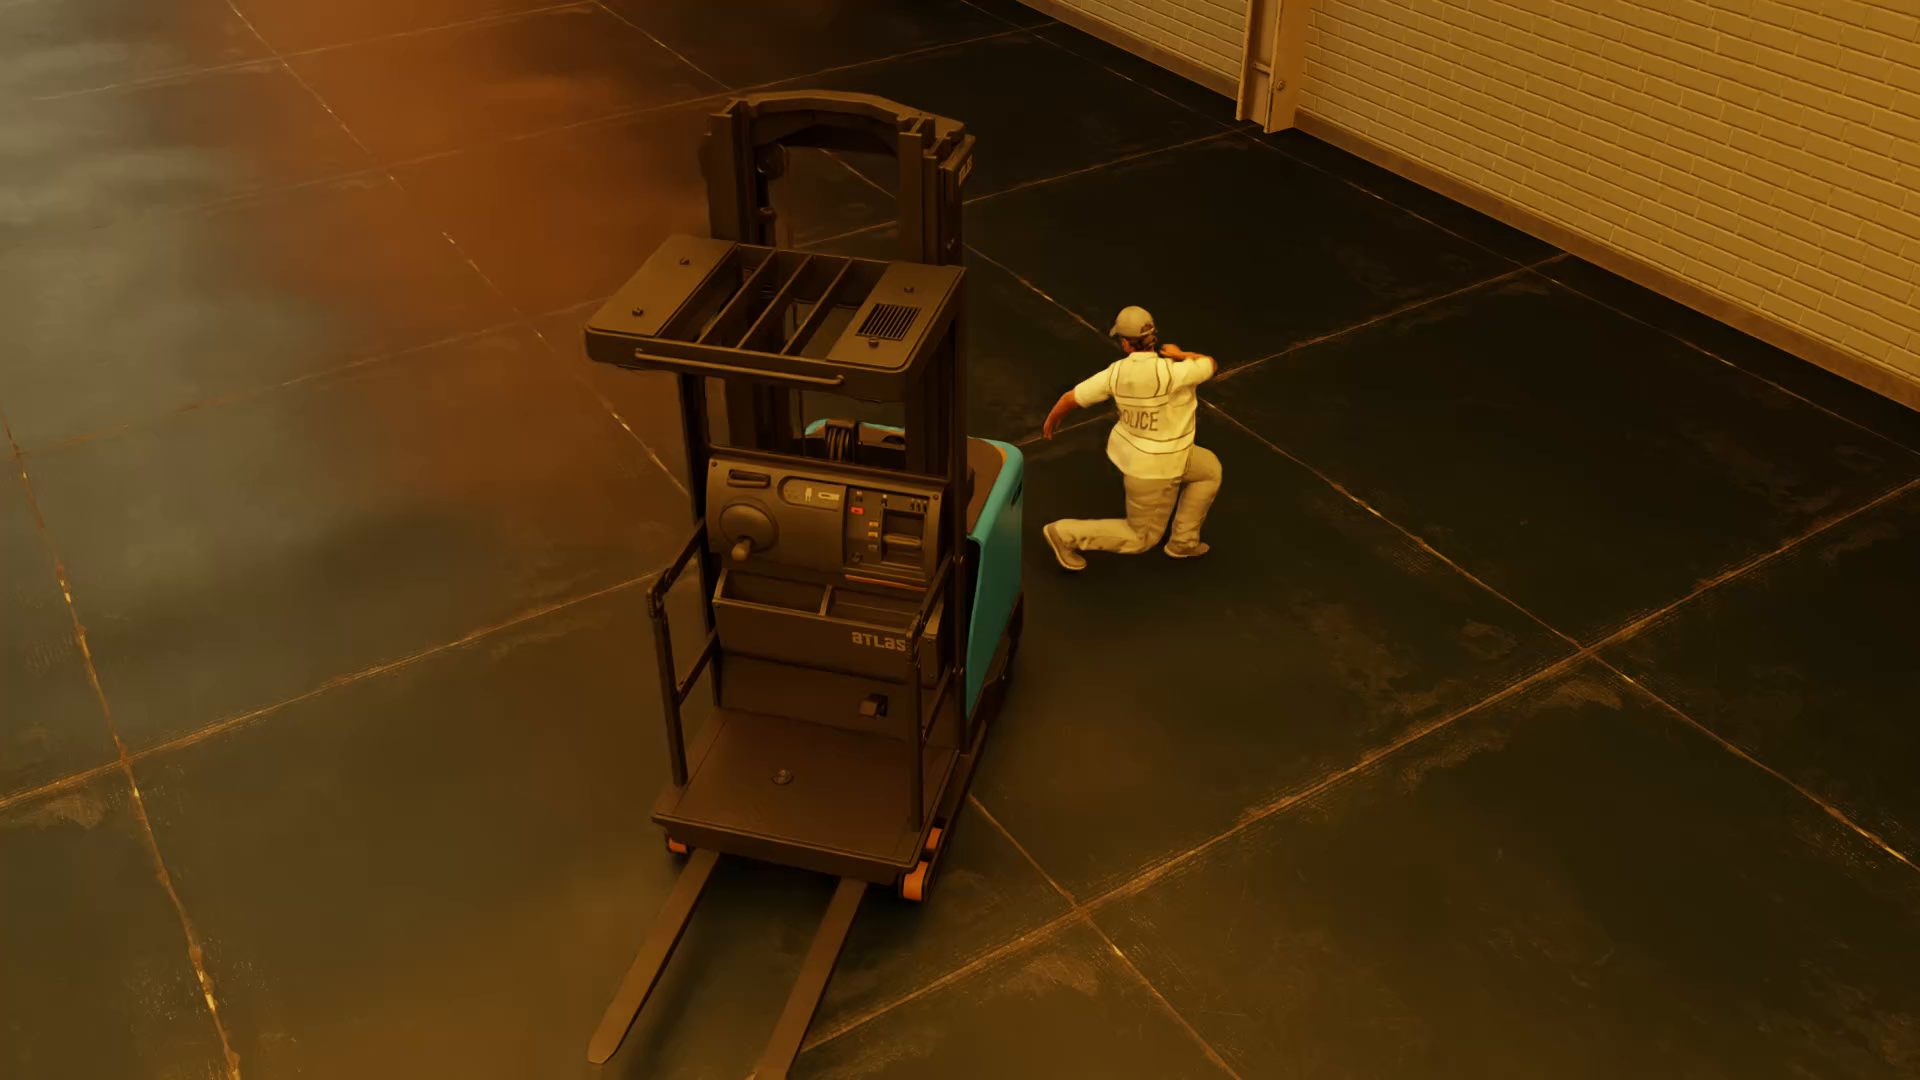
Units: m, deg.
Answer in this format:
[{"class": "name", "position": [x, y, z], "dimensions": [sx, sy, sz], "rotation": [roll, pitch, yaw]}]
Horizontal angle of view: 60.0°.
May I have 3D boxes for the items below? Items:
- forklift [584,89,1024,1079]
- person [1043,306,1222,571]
[{"class": "forklift", "position": [-0.576, -0.007, 6.158], "dimensions": [1.130, 2.935, 3.031], "rotation": [9, 36, 12]}, {"class": "person", "position": [0.855, -0.492, 8.239], "dimensions": [0.928, 1.440, 0.699], "rotation": [-12, 37, -16]}]
